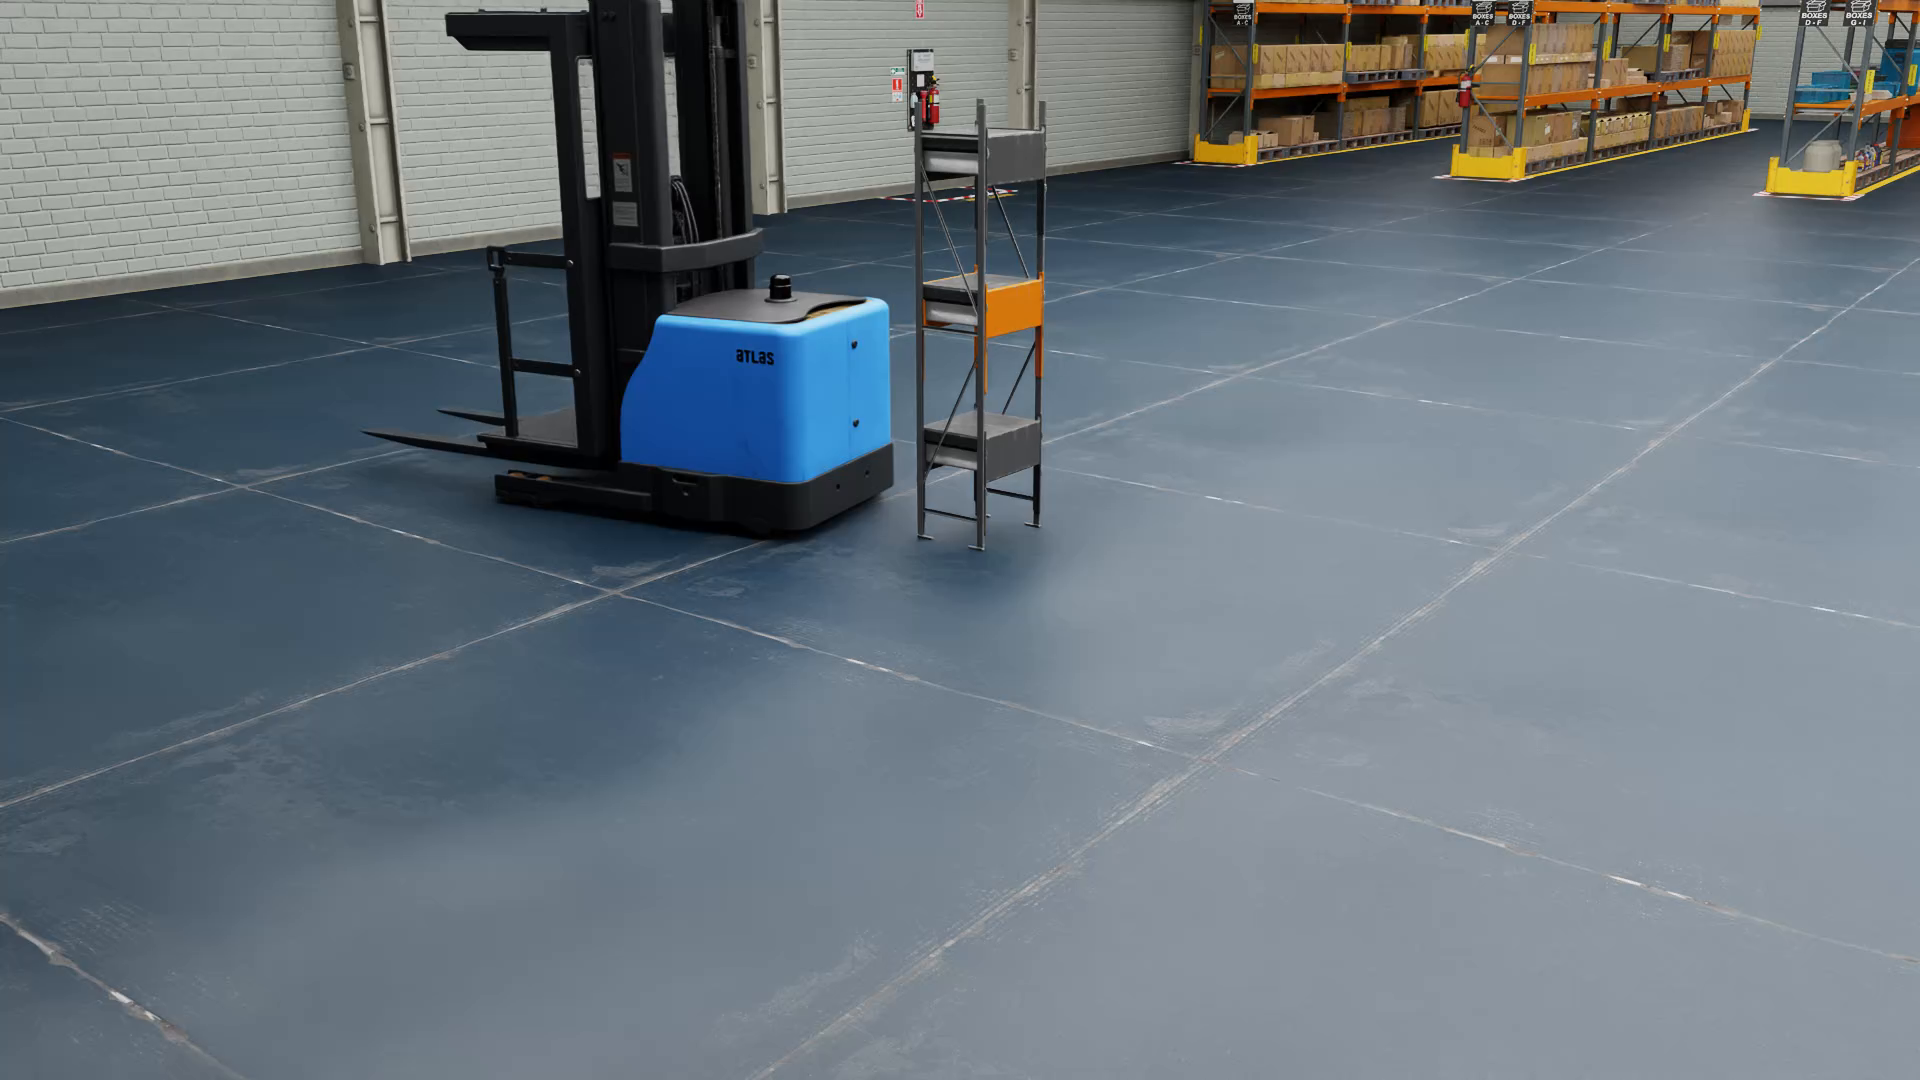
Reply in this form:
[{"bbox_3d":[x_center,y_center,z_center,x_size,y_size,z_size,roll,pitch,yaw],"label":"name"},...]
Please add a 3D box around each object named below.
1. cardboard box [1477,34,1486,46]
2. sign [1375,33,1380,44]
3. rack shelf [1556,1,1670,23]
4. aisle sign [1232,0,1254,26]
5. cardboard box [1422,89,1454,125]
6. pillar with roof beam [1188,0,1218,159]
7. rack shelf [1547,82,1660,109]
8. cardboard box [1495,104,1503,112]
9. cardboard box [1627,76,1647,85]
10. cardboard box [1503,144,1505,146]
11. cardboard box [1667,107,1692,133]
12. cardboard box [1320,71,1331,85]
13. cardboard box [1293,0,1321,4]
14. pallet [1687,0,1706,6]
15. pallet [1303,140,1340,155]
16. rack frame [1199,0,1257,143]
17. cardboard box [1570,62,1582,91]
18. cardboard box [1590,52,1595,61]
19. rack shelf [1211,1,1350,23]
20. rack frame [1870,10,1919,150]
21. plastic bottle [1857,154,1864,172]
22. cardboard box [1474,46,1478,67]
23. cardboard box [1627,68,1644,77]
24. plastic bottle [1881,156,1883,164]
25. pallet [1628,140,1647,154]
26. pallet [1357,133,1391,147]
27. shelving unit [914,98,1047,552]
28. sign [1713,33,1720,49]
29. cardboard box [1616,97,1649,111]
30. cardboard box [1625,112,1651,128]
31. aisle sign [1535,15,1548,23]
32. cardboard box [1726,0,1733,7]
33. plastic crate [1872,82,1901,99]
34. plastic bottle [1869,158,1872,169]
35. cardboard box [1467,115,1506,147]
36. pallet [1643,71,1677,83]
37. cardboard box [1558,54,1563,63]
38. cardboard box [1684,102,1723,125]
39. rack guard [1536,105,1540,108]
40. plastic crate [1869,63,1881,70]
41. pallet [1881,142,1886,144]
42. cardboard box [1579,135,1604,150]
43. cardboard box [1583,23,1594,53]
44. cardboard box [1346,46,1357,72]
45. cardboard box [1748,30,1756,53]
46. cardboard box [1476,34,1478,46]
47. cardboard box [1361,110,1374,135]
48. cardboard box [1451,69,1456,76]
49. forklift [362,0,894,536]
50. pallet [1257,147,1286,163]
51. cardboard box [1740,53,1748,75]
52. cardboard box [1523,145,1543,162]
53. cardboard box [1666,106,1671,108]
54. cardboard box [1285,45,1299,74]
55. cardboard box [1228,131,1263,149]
[{"bbox_3d":[11.925,-11.650,38.733,0.500,0.250,0.500,13,22,36],"label":"cardboard box"},{"bbox_3d":[9.167,-10.947,36.484,0.100,0.325,0.005,12,21,35],"label":"sign"},{"bbox_3d":[12.404,-10.035,31.654,1.077,0.370,4.000,12,21,35],"label":"rack shelf"},{"bbox_3d":[5.046,-9.562,29.595,0.394,0.787,0.004,12,21,35],"label":"aisle sign"},{"bbox_3d":[10.685,-9.830,37.757,0.750,0.750,0.750,12,21,34],"label":"cardboard box"},{"bbox_3d":[8.028,-10.815,27.896,9.100,9.000,0.400,12,21,35],"label":"pillar with roof beam"},{"bbox_3d":[12.404,-8.602,32.099,1.077,0.370,4.000,12,21,35],"label":"rack shelf"},{"bbox_3d":[12.828,-10.535,40.617,0.700,0.500,0.500,12,21,34],"label":"cardboard box"},{"bbox_3d":[13.281,-9.039,32.717,0.380,0.149,0.250,12,21,35],"label":"cardboard box"},{"bbox_3d":[9.199,-6.705,28.706,0.500,0.250,0.500,12,21,35],"label":"cardboard box"},{"bbox_3d":[15.314,-8.987,35.600,0.500,0.500,0.500,13,21,35],"label":"cardboard box"},{"bbox_3d":[6.889,-8.998,32.381,0.500,0.250,0.500,13,21,35],"label":"cardboard box"},{"bbox_3d":[6.518,-10.413,31.457,0.500,0.500,0.500,11,21,33],"label":"cardboard box"},{"bbox_3d":[14.918,-11.327,34.920,1.213,0.211,1.003,12,21,35],"label":"pallet"},{"bbox_3d":[6.860,-7.846,33.153,1.003,0.211,1.213,12,21,35],"label":"pallet"},{"bbox_3d":[4.848,-8.391,30.207,1.000,3.000,0.127,12,21,35],"label":"rack frame"},{"bbox_3d":[10.644,-8.283,29.692,0.700,0.500,0.500,12,21,34],"label":"cardboard box"},{"bbox_3d":[11.222,-8.724,30.017,0.380,0.149,0.250,12,21,35],"label":"cardboard box"},{"bbox_3d":[6.040,-9.956,31.402,1.077,0.370,4.000,12,21,35],"label":"rack shelf"},{"bbox_3d":[17.571,-8.546,30.705,1.000,3.000,0.127,12,21,35],"label":"rack frame"},{"bbox_3d":[14.135,-5.924,26.122,0.097,0.271,0.097,0,17,0],"label":"plastic bottle"},{"bbox_3d":[11.630,-11.171,38.454,0.500,0.500,0.500,13,21,35],"label":"cardboard box"},{"bbox_3d":[13.344,-9.301,33.286,0.500,0.311,0.500,14,22,38],"label":"cardboard box"},{"bbox_3d":[15.222,-6.325,27.531,0.097,0.201,0.097,0,17,0],"label":"plastic bottle"},{"bbox_3d":[13.074,-7.901,33.331,1.003,0.211,1.213,12,21,35],"label":"pallet"},{"bbox_3d":[8.421,-8.490,35.226,1.003,0.211,1.213,12,21,35],"label":"pallet"},{"bbox_3d":[0.099,-1.042,8.059,0.431,2.100,0.503,12,21,35],"label":"shelving unit"},{"bbox_3d":[16.427,-10.830,36.110,0.100,0.325,0.005,12,21,35],"label":"sign"},{"bbox_3d":[13.994,-9.075,34.617,0.500,0.250,0.500,13,22,37],"label":"cardboard box"},{"bbox_3d":[13.481,-8.409,33.247,0.500,0.311,0.500,13,22,36],"label":"cardboard box"},{"bbox_3d":[14.665,-13.408,41.977,0.394,0.787,0.004,12,21,35],"label":"aisle sign"},{"bbox_3d":[16.768,-11.926,36.785,0.500,0.250,0.500,12,21,35],"label":"cardboard box"},{"bbox_3d":[14.747,-7.211,26.656,0.499,0.251,0.616,12,21,35],"label":"plastic crate"},{"bbox_3d":[14.580,-6.069,26.706,0.097,0.201,0.097,0,17,0],"label":"plastic bottle"},{"bbox_3d":[8.909,-6.942,28.206,0.500,0.500,0.500,12,21,35],"label":"cardboard box"},{"bbox_3d":[13.943,-9.504,34.115,1.213,0.211,1.003,12,21,35],"label":"pallet"},{"bbox_3d":[10.152,-8.295,28.637,0.380,0.149,0.250,13,21,35],"label":"cardboard box"},{"bbox_3d":[17.094,-9.841,38.343,0.797,0.503,0.637,12,21,35],"label":"cardboard box"},{"bbox_3d":[14.396,-11.014,42.867,1.175,0.500,0.348,12,21,35],"label":"rack guard"},{"bbox_3d":[16.363,-8.246,29.630,0.402,0.464,0.583,12,21,35],"label":"plastic crate"},{"bbox_3d":[18.735,-7.699,32.679,1.003,0.211,1.213,12,21,35],"label":"pallet"},{"bbox_3d":[11.651,-7.409,30.973,0.500,0.250,0.500,12,21,33],"label":"cardboard box"},{"bbox_3d":[10.953,-9.030,29.907,0.700,0.500,0.500,13,21,35],"label":"cardboard box"},{"bbox_3d":[7.562,-9.717,33.565,0.700,0.500,0.500,12,21,35],"label":"cardboard box"},{"bbox_3d":[18.318,-11.698,39.001,0.500,0.500,0.500,12,21,34],"label":"cardboard box"},{"bbox_3d":[11.613,-11.530,38.347,0.500,0.250,0.500,13,21,36],"label":"cardboard box"},{"bbox_3d":[8.261,-8.785,34.947,0.700,0.500,0.500,13,21,35],"label":"cardboard box"},{"bbox_3d":[11.064,-10.652,37.878,0.380,0.149,0.250,13,22,36],"label":"cardboard box"},{"bbox_3d":[-1.912,-1.701,8.778,3.031,2.935,1.130,8,19,25],"label":"forklift"},{"bbox_3d":[5.406,-7.265,31.281,1.003,0.211,1.213,12,21,35],"label":"pallet"},{"bbox_3d":[18.007,-11.096,38.749,0.500,0.500,0.500,13,21,35],"label":"cardboard box"},{"bbox_3d":[9.622,-6.612,28.407,0.500,0.250,0.500,12,21,35],"label":"cardboard box"},{"bbox_3d":[15.186,-9.190,36.252,0.500,0.500,0.500,13,21,35],"label":"cardboard box"},{"bbox_3d":[5.989,-8.986,31.076,0.500,0.500,0.500,12,21,33],"label":"cardboard box"},{"bbox_3d":[5.333,-7.466,31.020,0.500,0.311,0.500,10,20,29],"label":"cardboard box"}]
